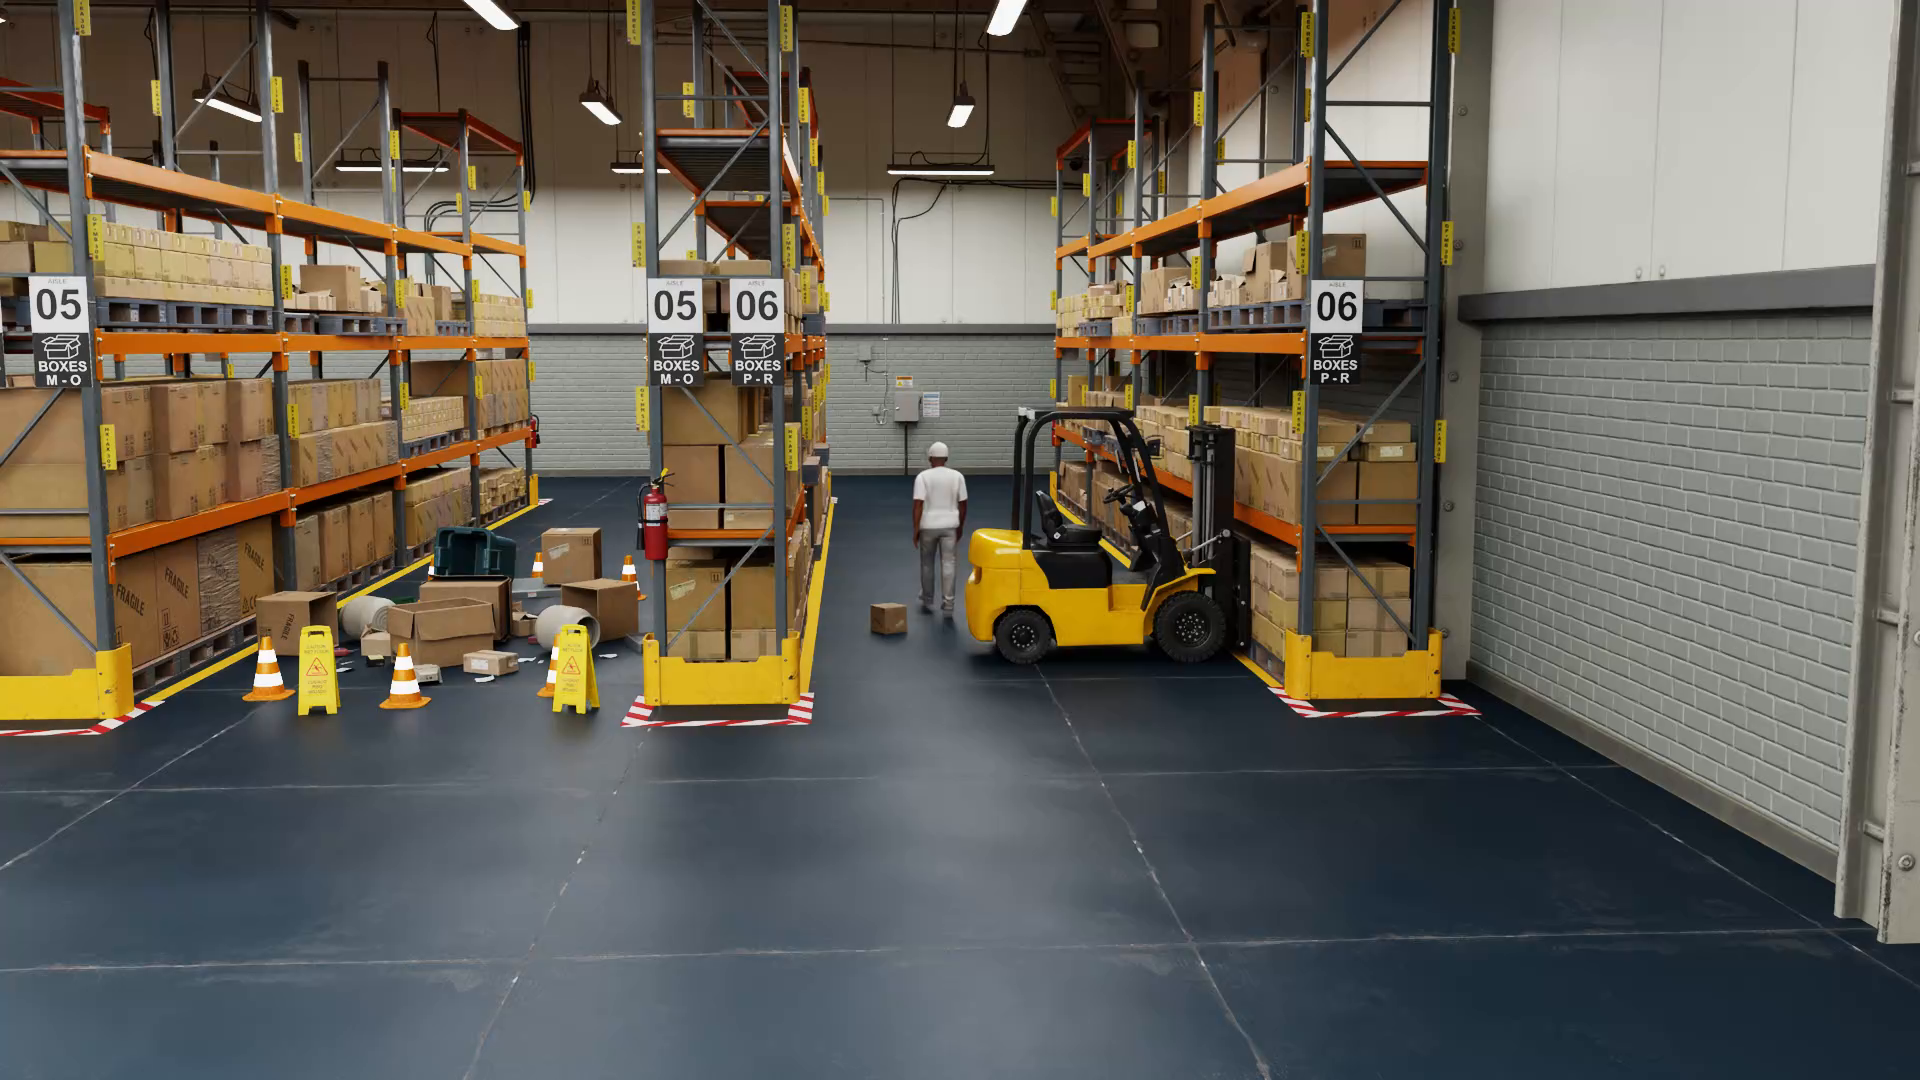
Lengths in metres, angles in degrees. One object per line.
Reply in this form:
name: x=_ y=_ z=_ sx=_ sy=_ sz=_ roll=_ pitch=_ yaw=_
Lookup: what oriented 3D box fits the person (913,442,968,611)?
person: x=-0.207 y=-0.142 z=16.922 sx=0.575 sy=1.709 sz=1.099 roll=-1 pitch=7 yaw=-7
